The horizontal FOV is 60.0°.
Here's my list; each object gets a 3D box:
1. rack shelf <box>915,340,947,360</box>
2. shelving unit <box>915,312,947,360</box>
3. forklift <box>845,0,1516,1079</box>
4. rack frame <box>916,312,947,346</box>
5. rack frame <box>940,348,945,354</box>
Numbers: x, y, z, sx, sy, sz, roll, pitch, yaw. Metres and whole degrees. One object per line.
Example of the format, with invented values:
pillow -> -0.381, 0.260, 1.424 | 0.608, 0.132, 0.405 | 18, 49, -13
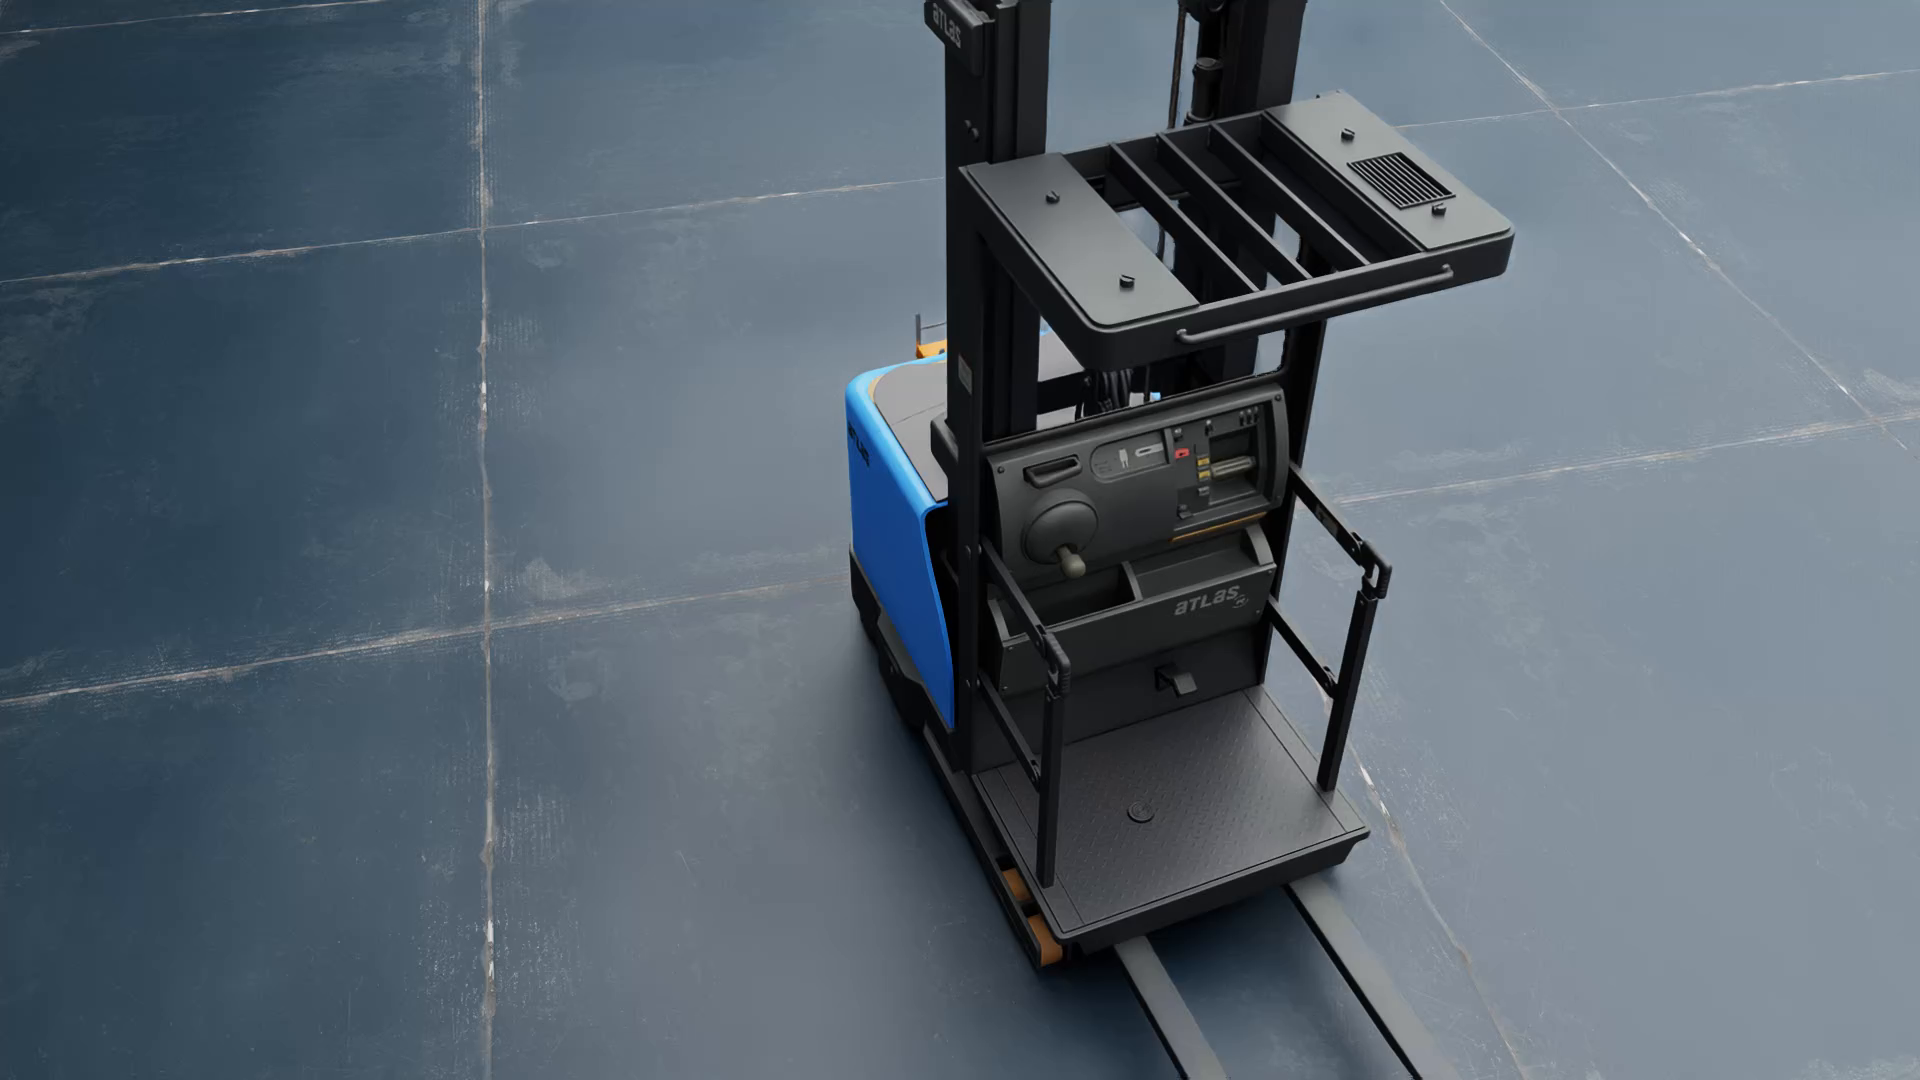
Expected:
rack shelf -> -0.024, -0.592, 6.214 | 0.215, 0.259, 0.240 | -15, 44, -16
shelving unit -> -0.024, -0.387, 6.395 | 0.215, 1.050, 0.252 | -15, 44, -16
forklift -> 0.612, -0.081, 4.633 | 1.130, 2.935, 3.031 | -15, 44, -17
rack frame -> -0.069, -0.462, 6.480 | 0.200, 1.050, 0.008 | -15, 44, -16
rack frame -> 0.022, -0.312, 6.311 | 0.200, 1.050, 0.008 | -15, 44, -16
